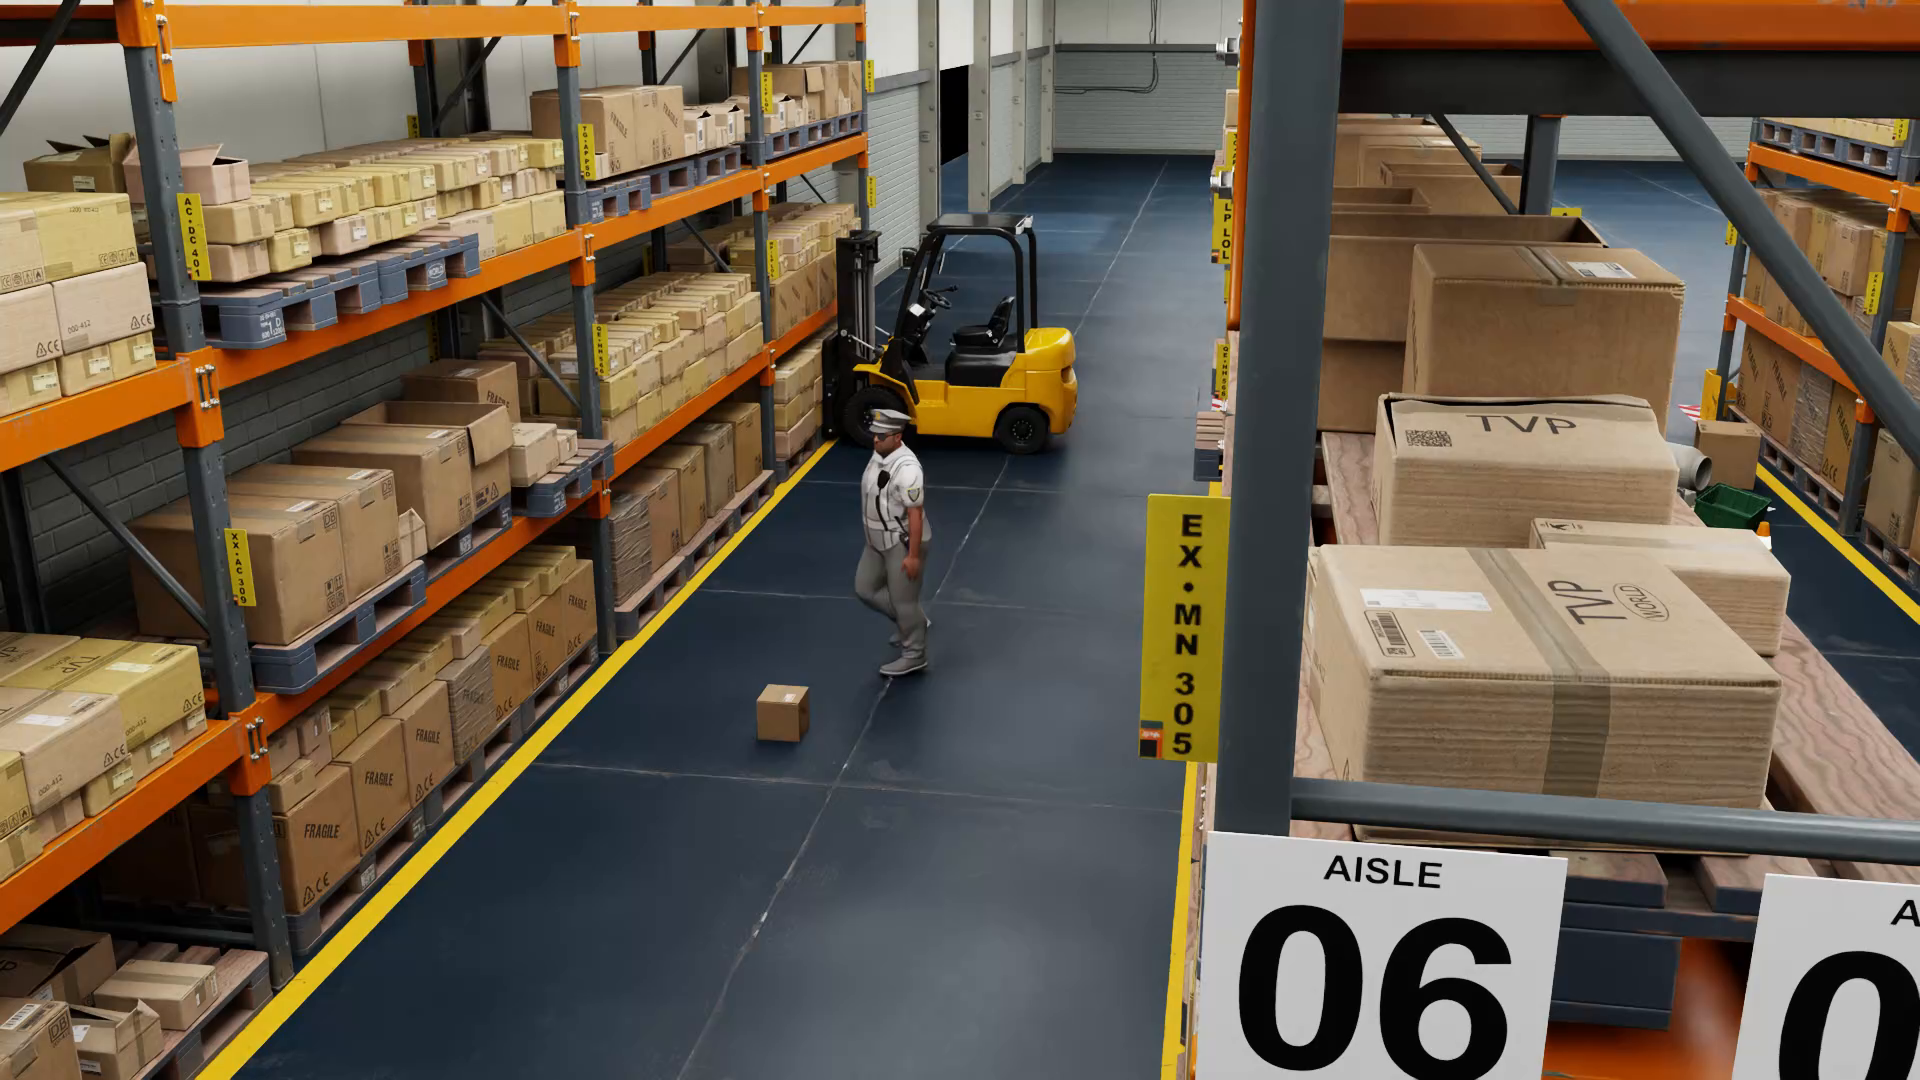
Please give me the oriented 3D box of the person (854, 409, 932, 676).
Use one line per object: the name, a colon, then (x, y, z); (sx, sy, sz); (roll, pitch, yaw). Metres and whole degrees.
person: (-0.365, 0.000, 10.481); (0.526, 1.755, 0.593); (-10, 20, -28)
